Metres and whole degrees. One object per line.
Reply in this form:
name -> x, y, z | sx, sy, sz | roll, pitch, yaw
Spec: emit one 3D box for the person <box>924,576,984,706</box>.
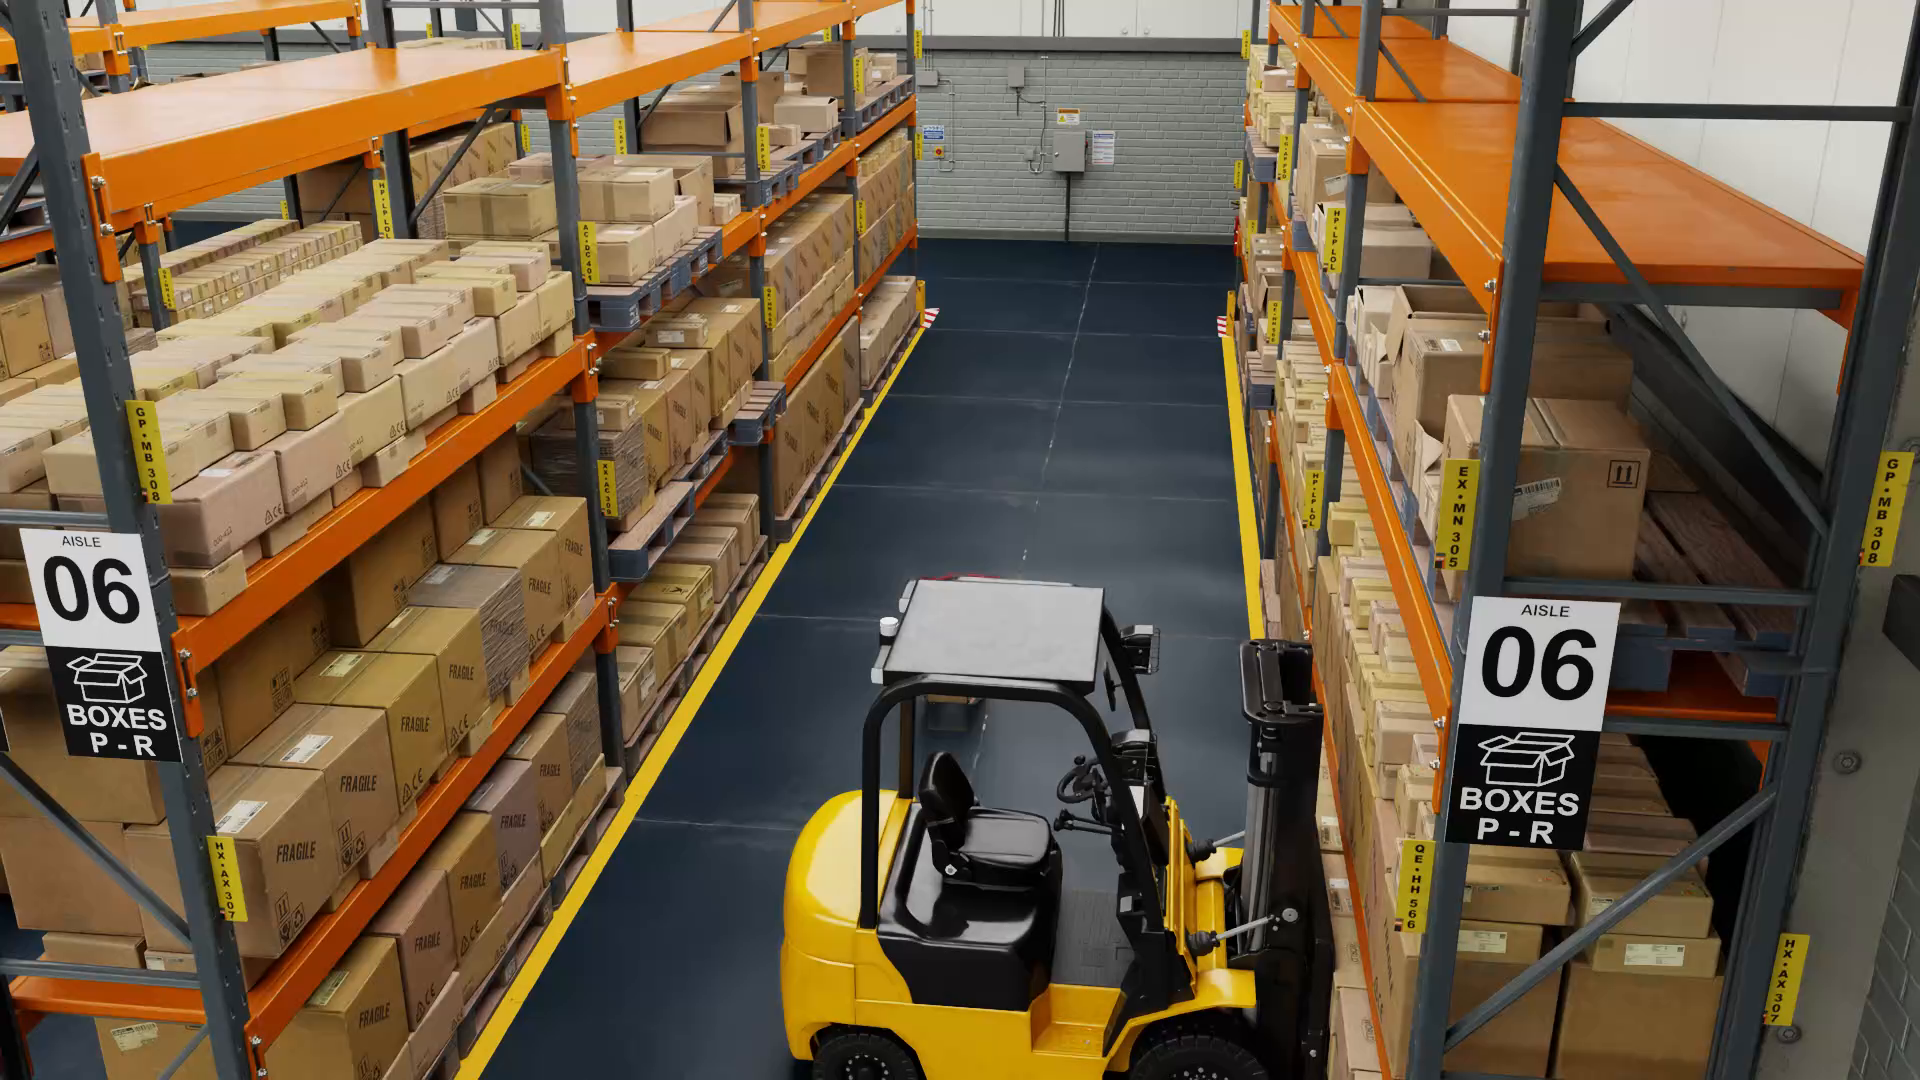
person -> -0.010, 0.618, 10.963 | 0.568, 0.992, 0.810 | 2, 21, 6
